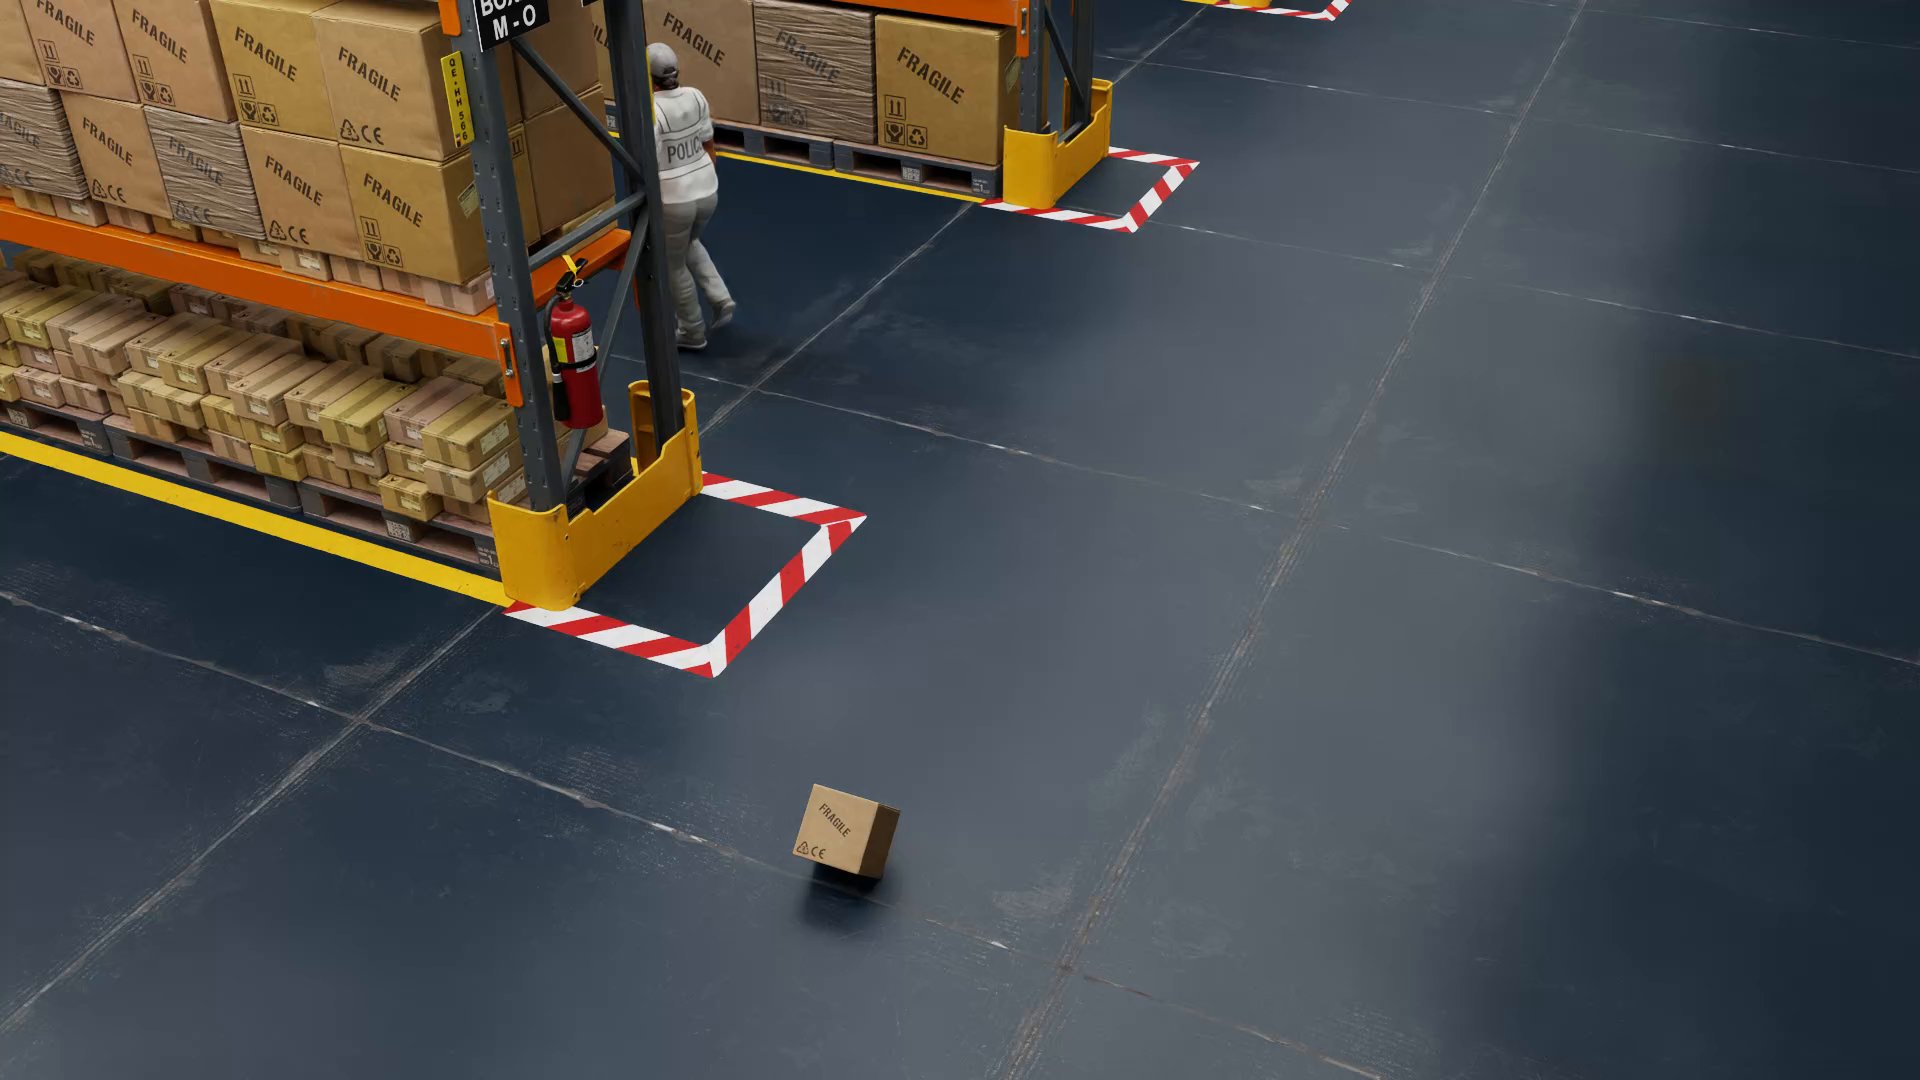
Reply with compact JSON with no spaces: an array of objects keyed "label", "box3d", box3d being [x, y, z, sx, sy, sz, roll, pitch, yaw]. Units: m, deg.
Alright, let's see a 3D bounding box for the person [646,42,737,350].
[{"label":"person","box3d":[-1.501,-1.801,8.783,0.446,1.660,0.489,20,39,27]}]
